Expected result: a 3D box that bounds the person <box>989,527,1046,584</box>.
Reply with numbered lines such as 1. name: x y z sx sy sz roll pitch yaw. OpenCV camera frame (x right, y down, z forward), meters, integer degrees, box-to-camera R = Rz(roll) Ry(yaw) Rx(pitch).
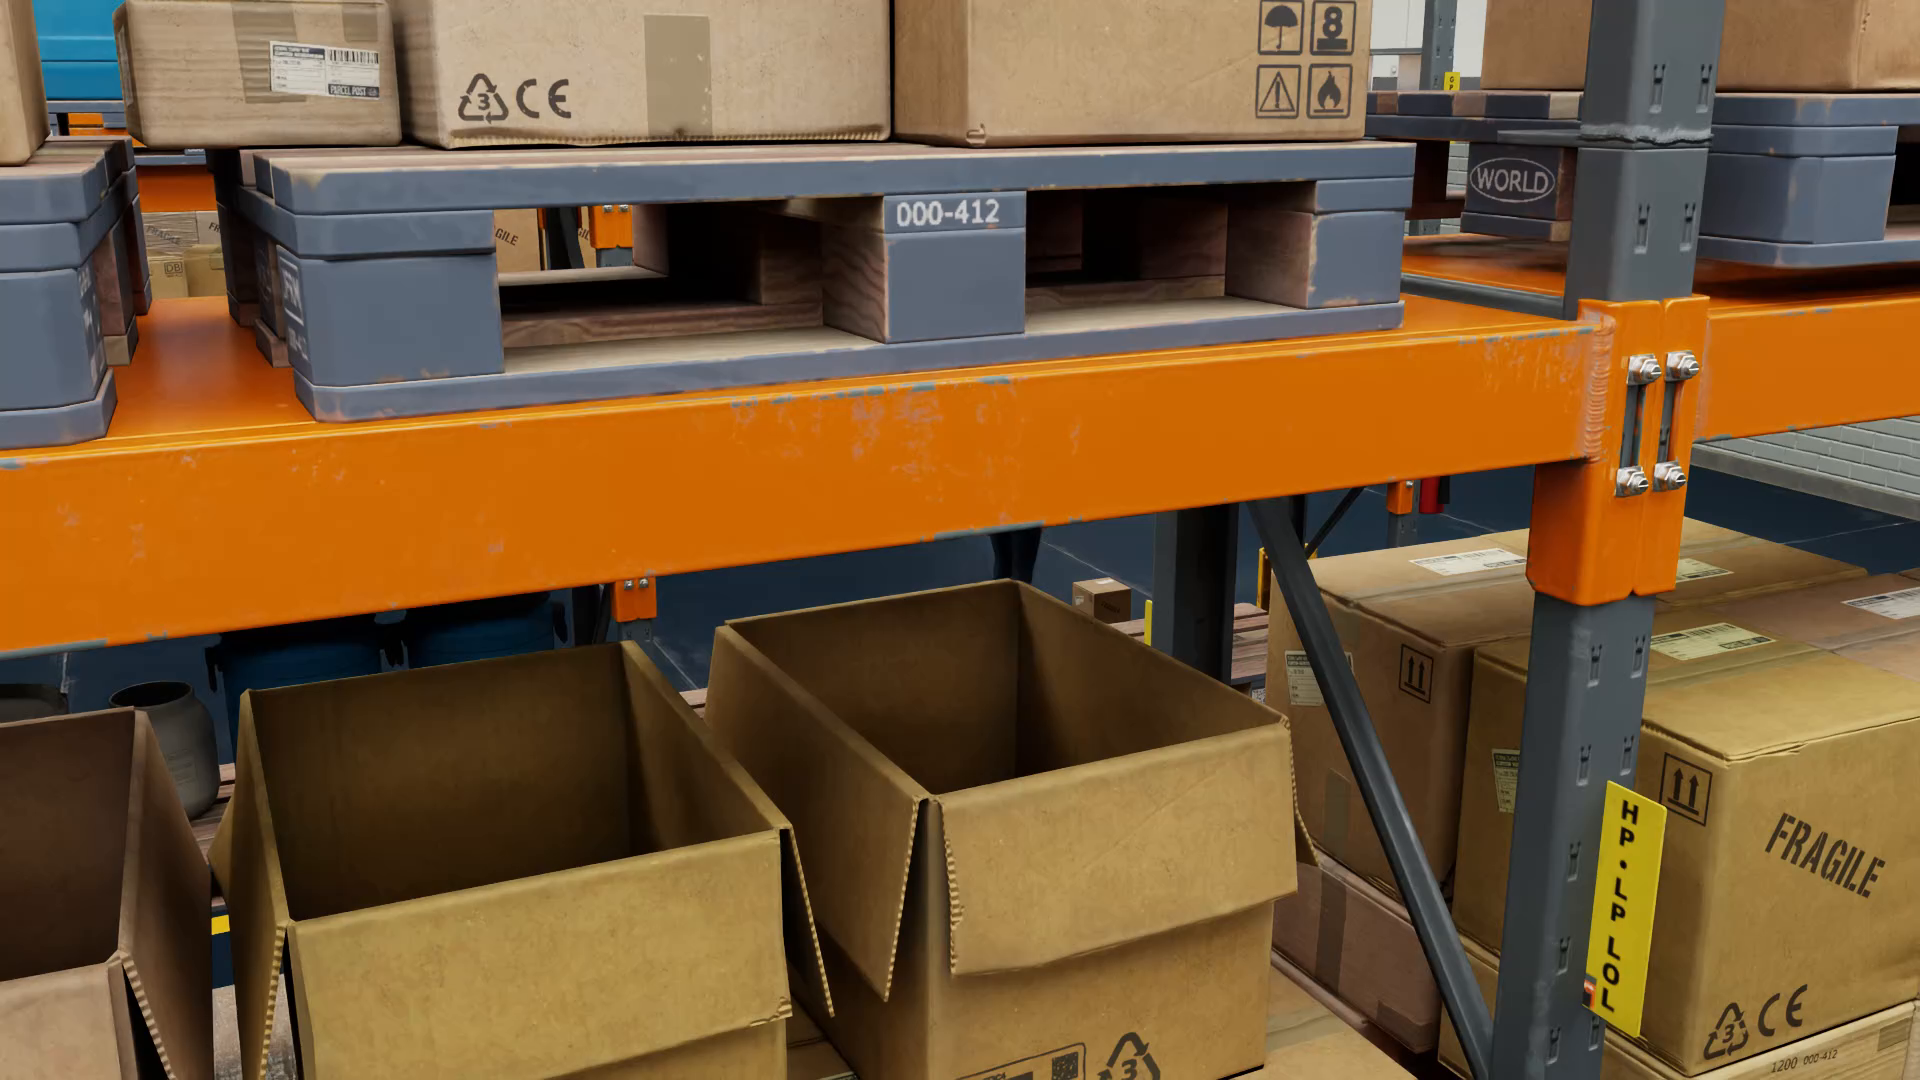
1. person: 0.315 -0.185 9.172 0.417 1.589 0.605 8 18 27
